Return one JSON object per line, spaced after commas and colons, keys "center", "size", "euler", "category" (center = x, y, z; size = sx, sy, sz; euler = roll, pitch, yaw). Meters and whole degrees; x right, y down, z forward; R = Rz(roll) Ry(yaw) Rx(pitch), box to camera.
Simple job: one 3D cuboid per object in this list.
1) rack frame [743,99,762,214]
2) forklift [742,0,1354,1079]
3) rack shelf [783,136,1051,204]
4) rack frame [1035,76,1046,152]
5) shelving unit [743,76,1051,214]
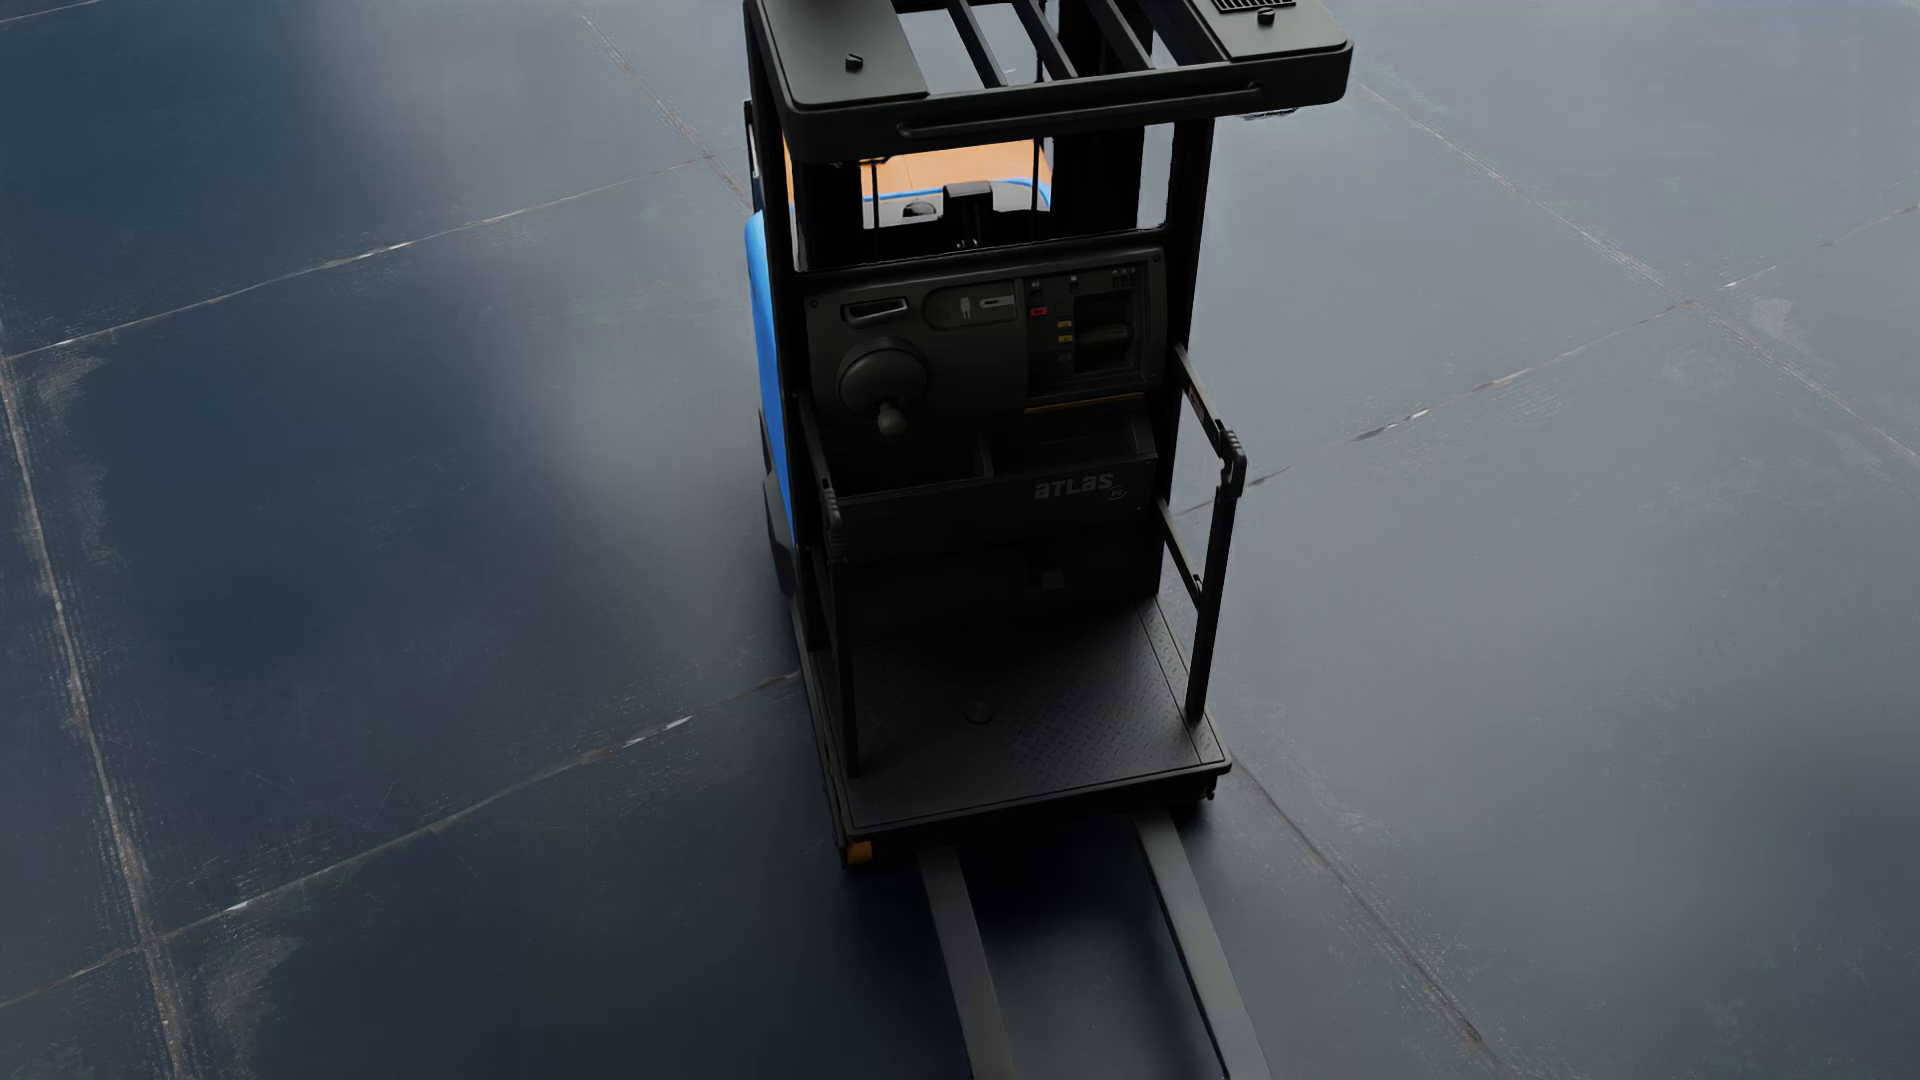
{"center": [-0.687, -0.930, 5.901], "size": [0.032, 1.125, 0.500], "euler": [-6, 45, -7], "category": "rack frame"}
{"center": [0.125, -0.414, 4.072], "size": [1.130, 2.935, 3.031], "euler": [-9, 45, -9], "category": "forklift"}
{"center": [-0.186, -1.197, 5.755], "size": [1.000, 0.278, 0.538], "euler": [-6, 45, -7], "category": "rack shelf"}
{"center": [0.316, -1.044, 6.018], "size": [0.032, 1.125, 0.500], "euler": [-6, 45, -7], "category": "rack frame"}
{"center": [-0.186, -0.987, 5.959], "size": [1.048, 1.125, 0.538], "euler": [-6, 45, -7], "category": "shelving unit"}
